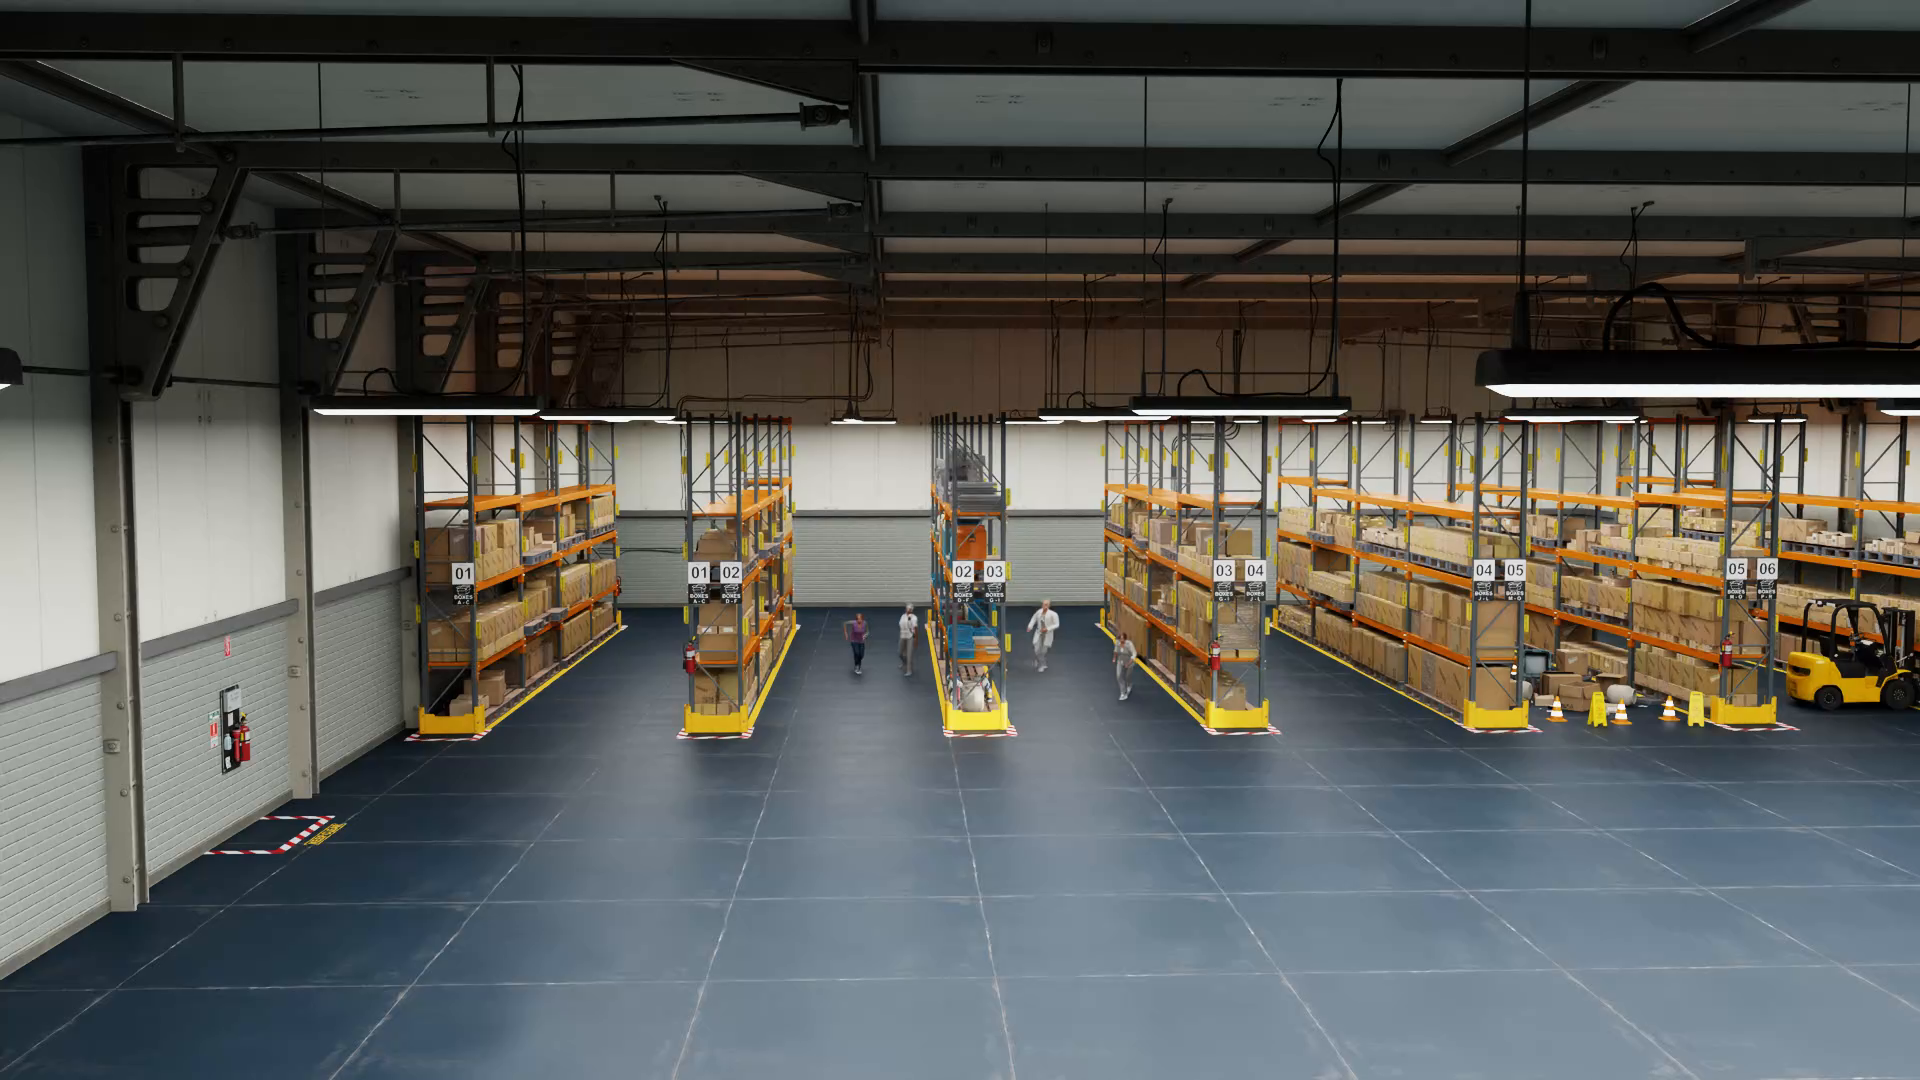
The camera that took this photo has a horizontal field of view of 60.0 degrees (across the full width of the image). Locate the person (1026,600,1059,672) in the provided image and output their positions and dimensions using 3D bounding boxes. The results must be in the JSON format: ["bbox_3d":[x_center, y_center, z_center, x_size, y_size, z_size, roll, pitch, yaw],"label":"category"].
[{"bbox_3d":[1.967,2.247,39.099,0.809,1.705,0.652,1,4,15],"label":"person"}]

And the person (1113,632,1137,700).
[{"bbox_3d":[3.516,2.604,35.049,0.538,1.441,0.991,2,4,22],"label":"person"}]

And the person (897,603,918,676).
[{"bbox_3d":[-1.213,2.272,38.454,0.686,1.671,0.617,2,4,27],"label":"person"}]

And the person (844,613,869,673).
[{"bbox_3d":[-2.391,2.383,38.378,0.576,1.438,0.843,-1,4,-10],"label":"person"}]
